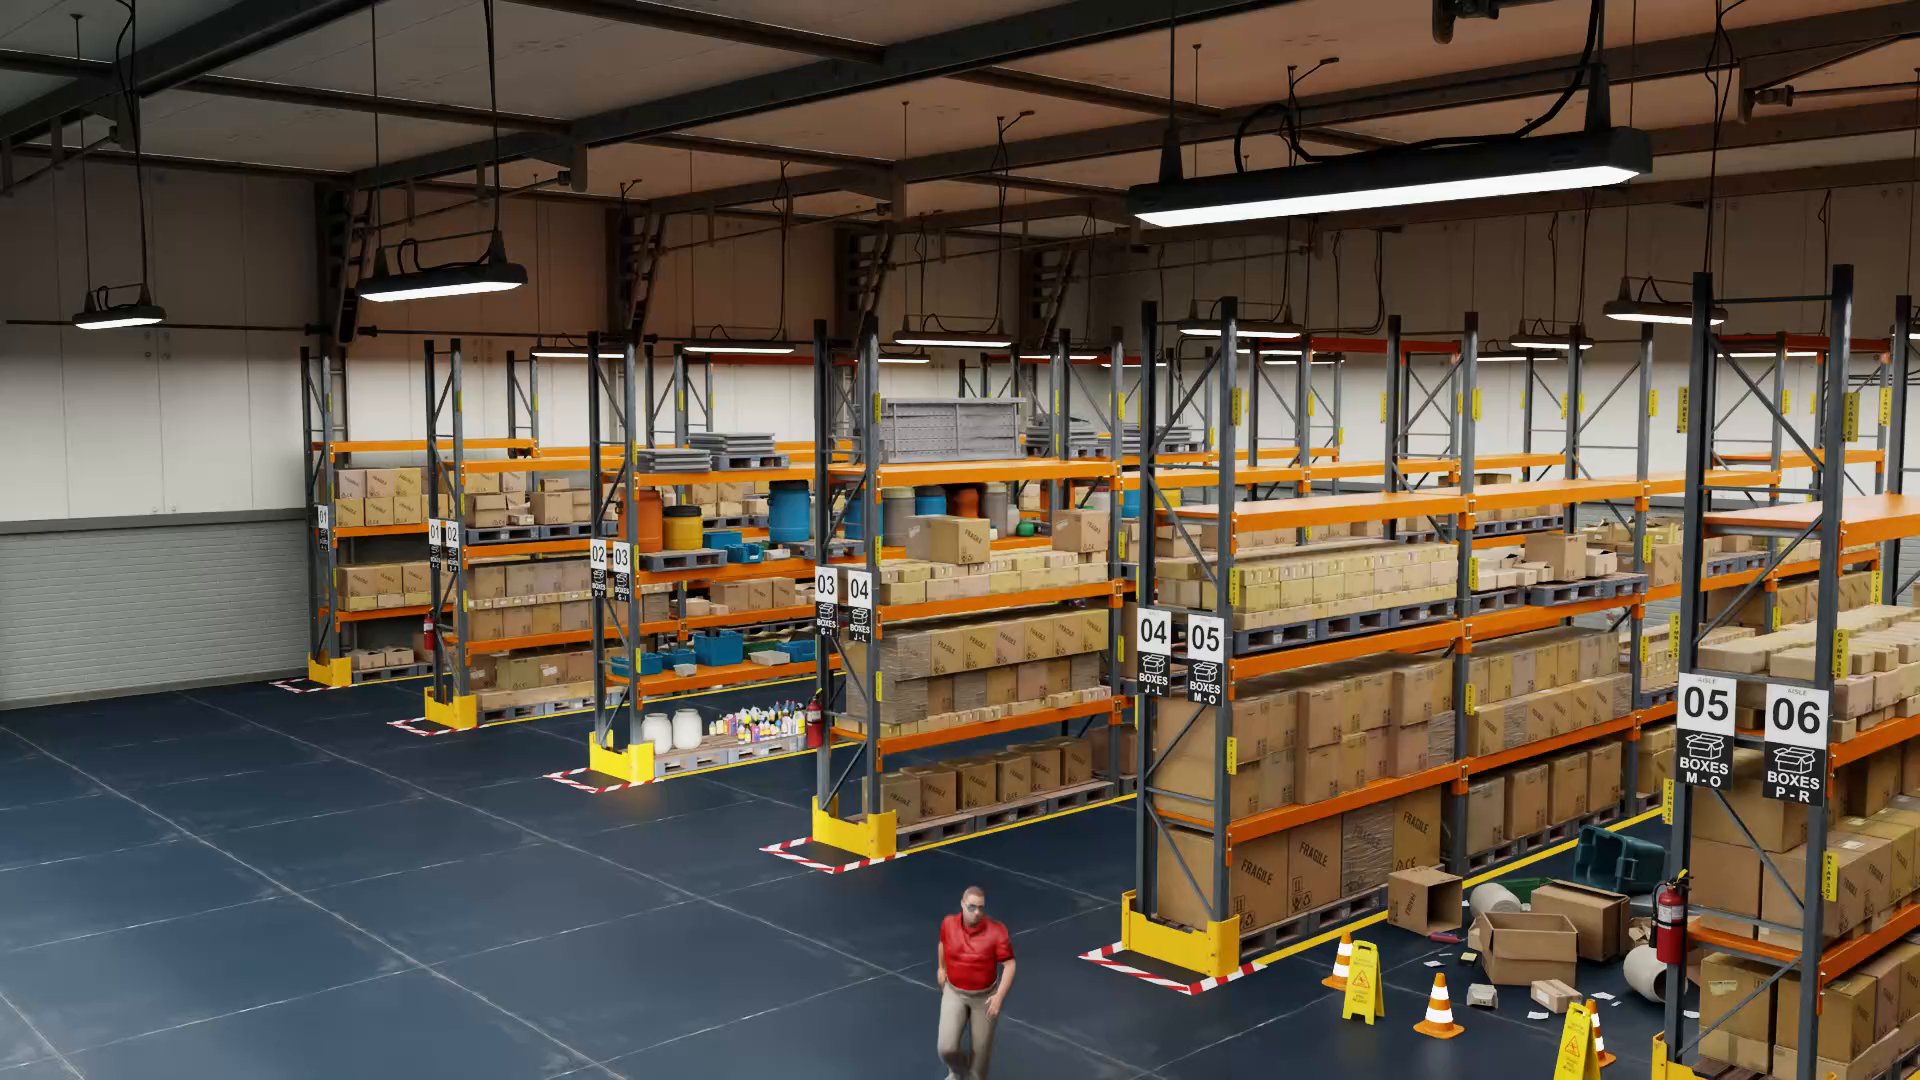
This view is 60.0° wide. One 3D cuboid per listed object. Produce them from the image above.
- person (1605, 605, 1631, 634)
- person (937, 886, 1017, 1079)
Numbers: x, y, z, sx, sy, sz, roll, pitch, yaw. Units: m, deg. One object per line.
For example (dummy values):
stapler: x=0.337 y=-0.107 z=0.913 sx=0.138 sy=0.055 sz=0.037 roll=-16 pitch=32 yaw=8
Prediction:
person: x=12.543 y=1.648 z=31.537 sx=0.610 sy=1.495 sz=0.839 roll=1 pitch=5 yaw=15
person: x=0.086 y=3.274 z=11.871 sx=0.661 sy=1.668 sz=0.803 roll=1 pitch=5 yaw=11
